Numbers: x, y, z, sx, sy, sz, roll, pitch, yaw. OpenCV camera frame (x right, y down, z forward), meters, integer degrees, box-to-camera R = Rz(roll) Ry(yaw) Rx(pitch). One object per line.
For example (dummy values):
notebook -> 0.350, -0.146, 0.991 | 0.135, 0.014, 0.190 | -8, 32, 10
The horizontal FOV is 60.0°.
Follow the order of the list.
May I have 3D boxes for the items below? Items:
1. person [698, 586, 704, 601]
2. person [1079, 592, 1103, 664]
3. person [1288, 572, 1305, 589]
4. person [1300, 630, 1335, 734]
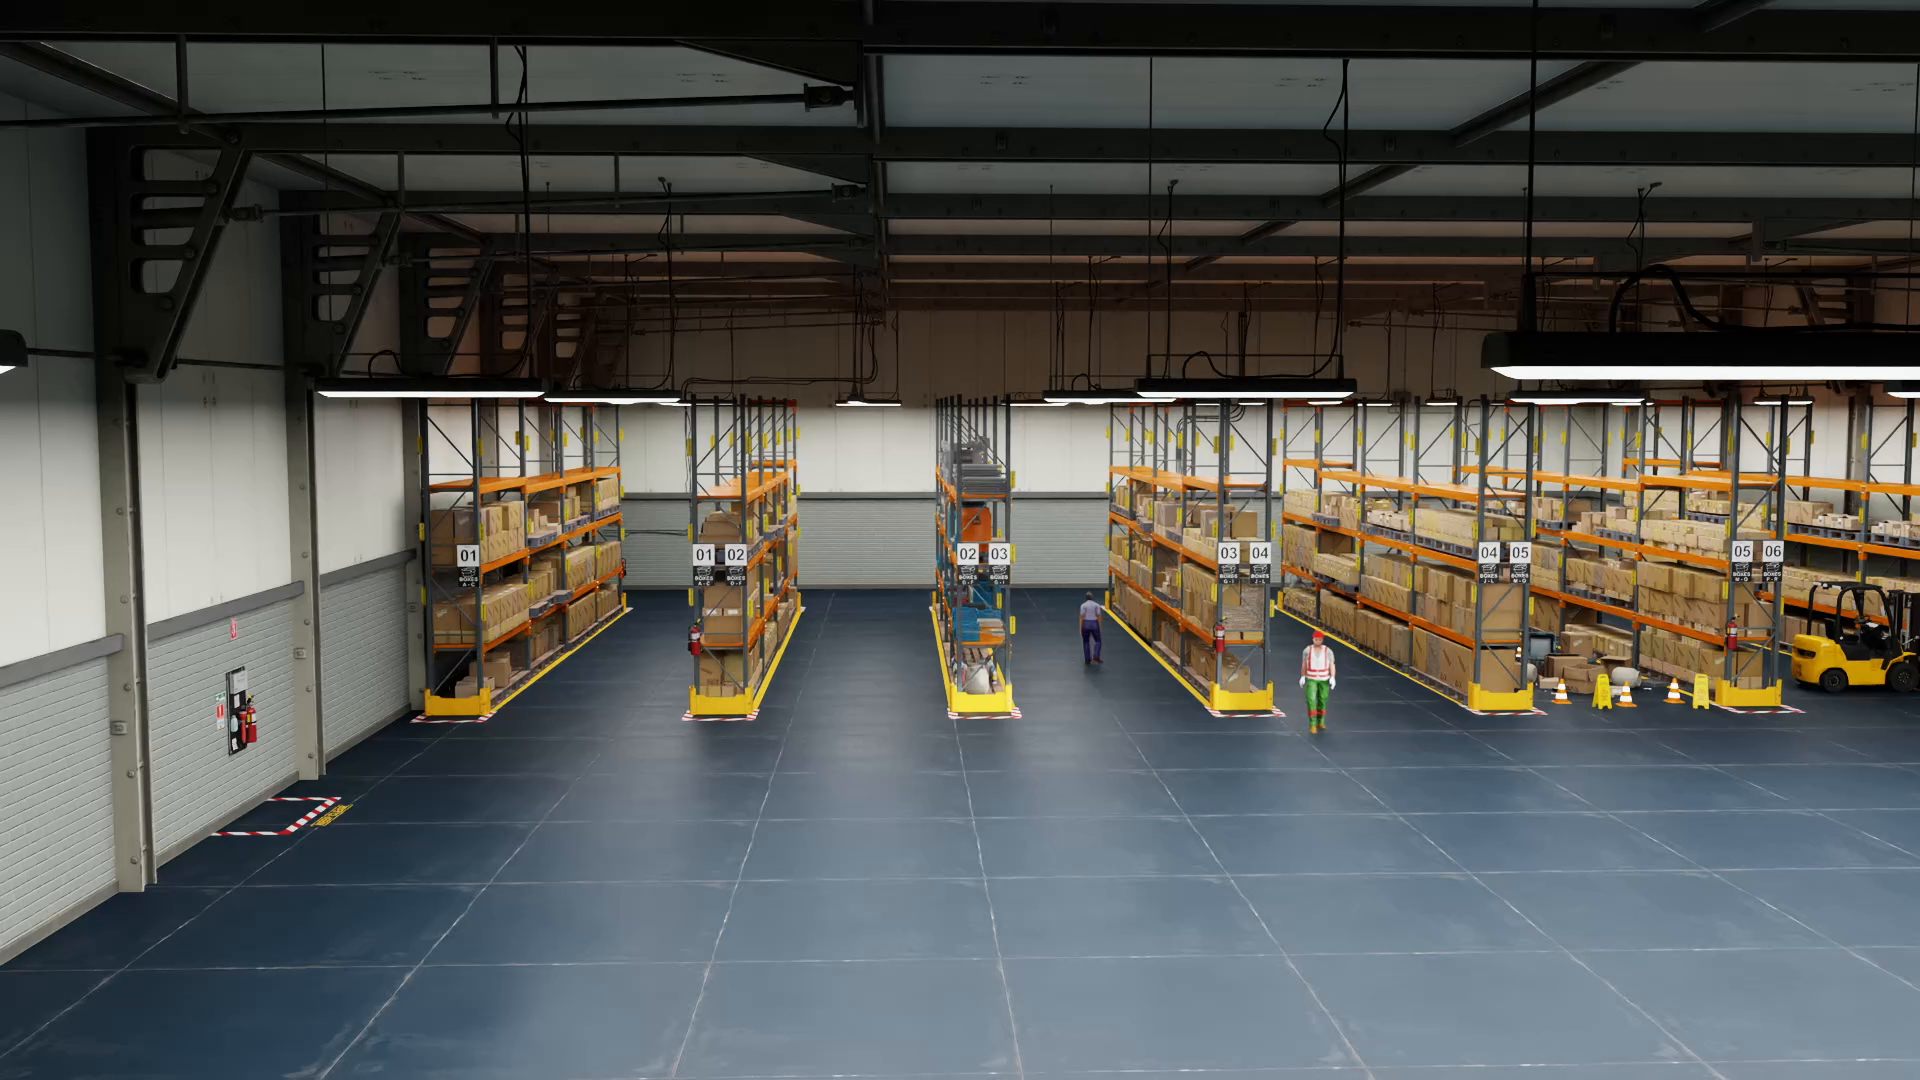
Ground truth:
person -> -6.649, 1.471, 44.223 | 0.552, 1.555, 0.737 | 1, 5, 8
person -> 2.937, 1.980, 37.246 | 0.537, 1.641, 0.522 | 0, 4, -1
person -> 9.851, 1.037, 48.917 | 1.007, 1.609, 0.463 | 0, 5, 6
person -> 6.361, 2.516, 29.576 | 0.623, 1.825, 0.596 | 1, 5, 14
